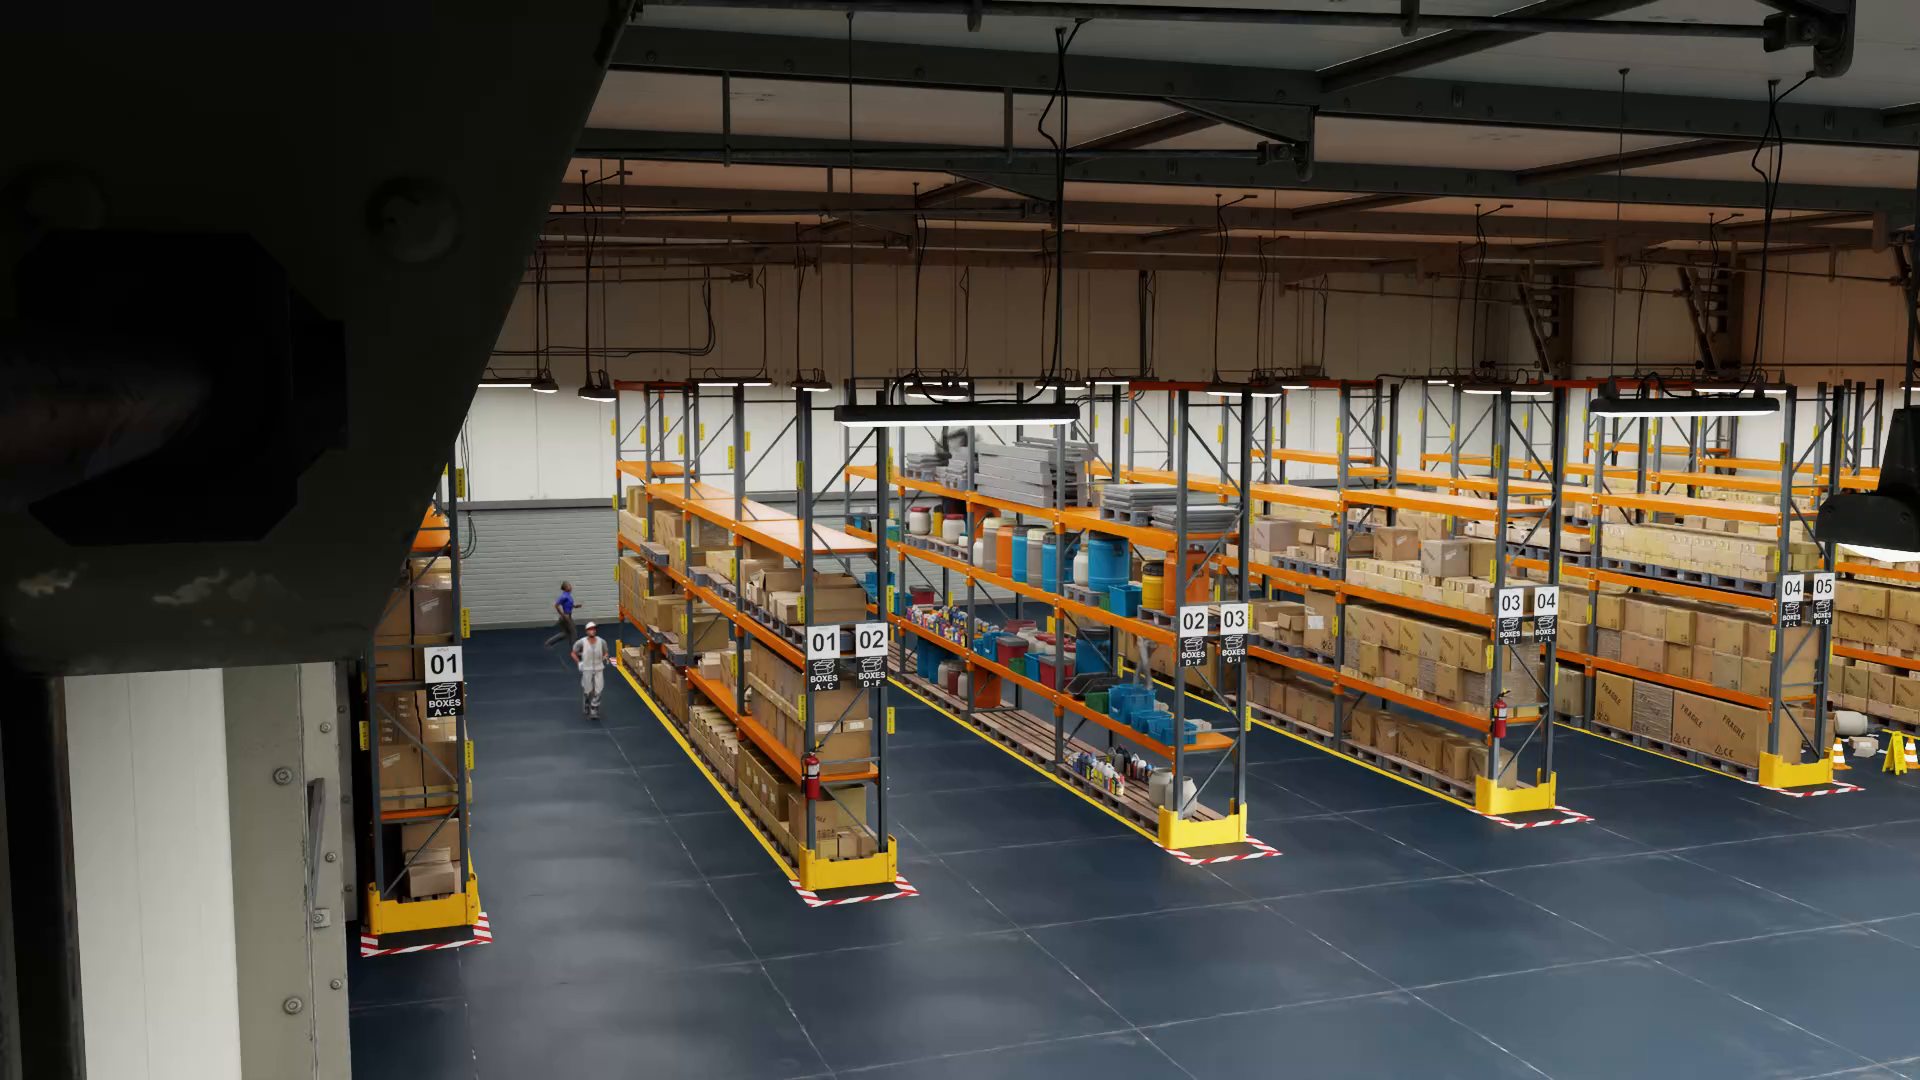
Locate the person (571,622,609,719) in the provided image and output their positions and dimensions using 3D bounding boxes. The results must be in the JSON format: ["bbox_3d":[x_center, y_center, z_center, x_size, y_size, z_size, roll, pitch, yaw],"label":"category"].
[{"bbox_3d":[-6.555,2.332,29.618,0.654,1.743,0.585,-3,7,-23],"label":"person"}]

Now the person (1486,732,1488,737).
[{"bbox_3d":[9.078,2.592,27.860,0.560,1.628,0.704,-2,6,-19],"label":"person"}]

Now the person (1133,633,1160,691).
[{"bbox_3d":[3.511,2.026,31.218,0.568,1.553,0.983,-1,6,-11],"label":"person"}]

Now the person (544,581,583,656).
[{"bbox_3d":[-8.567,1.702,35.978,0.858,1.634,0.570,-1,6,-13],"label":"person"}]
